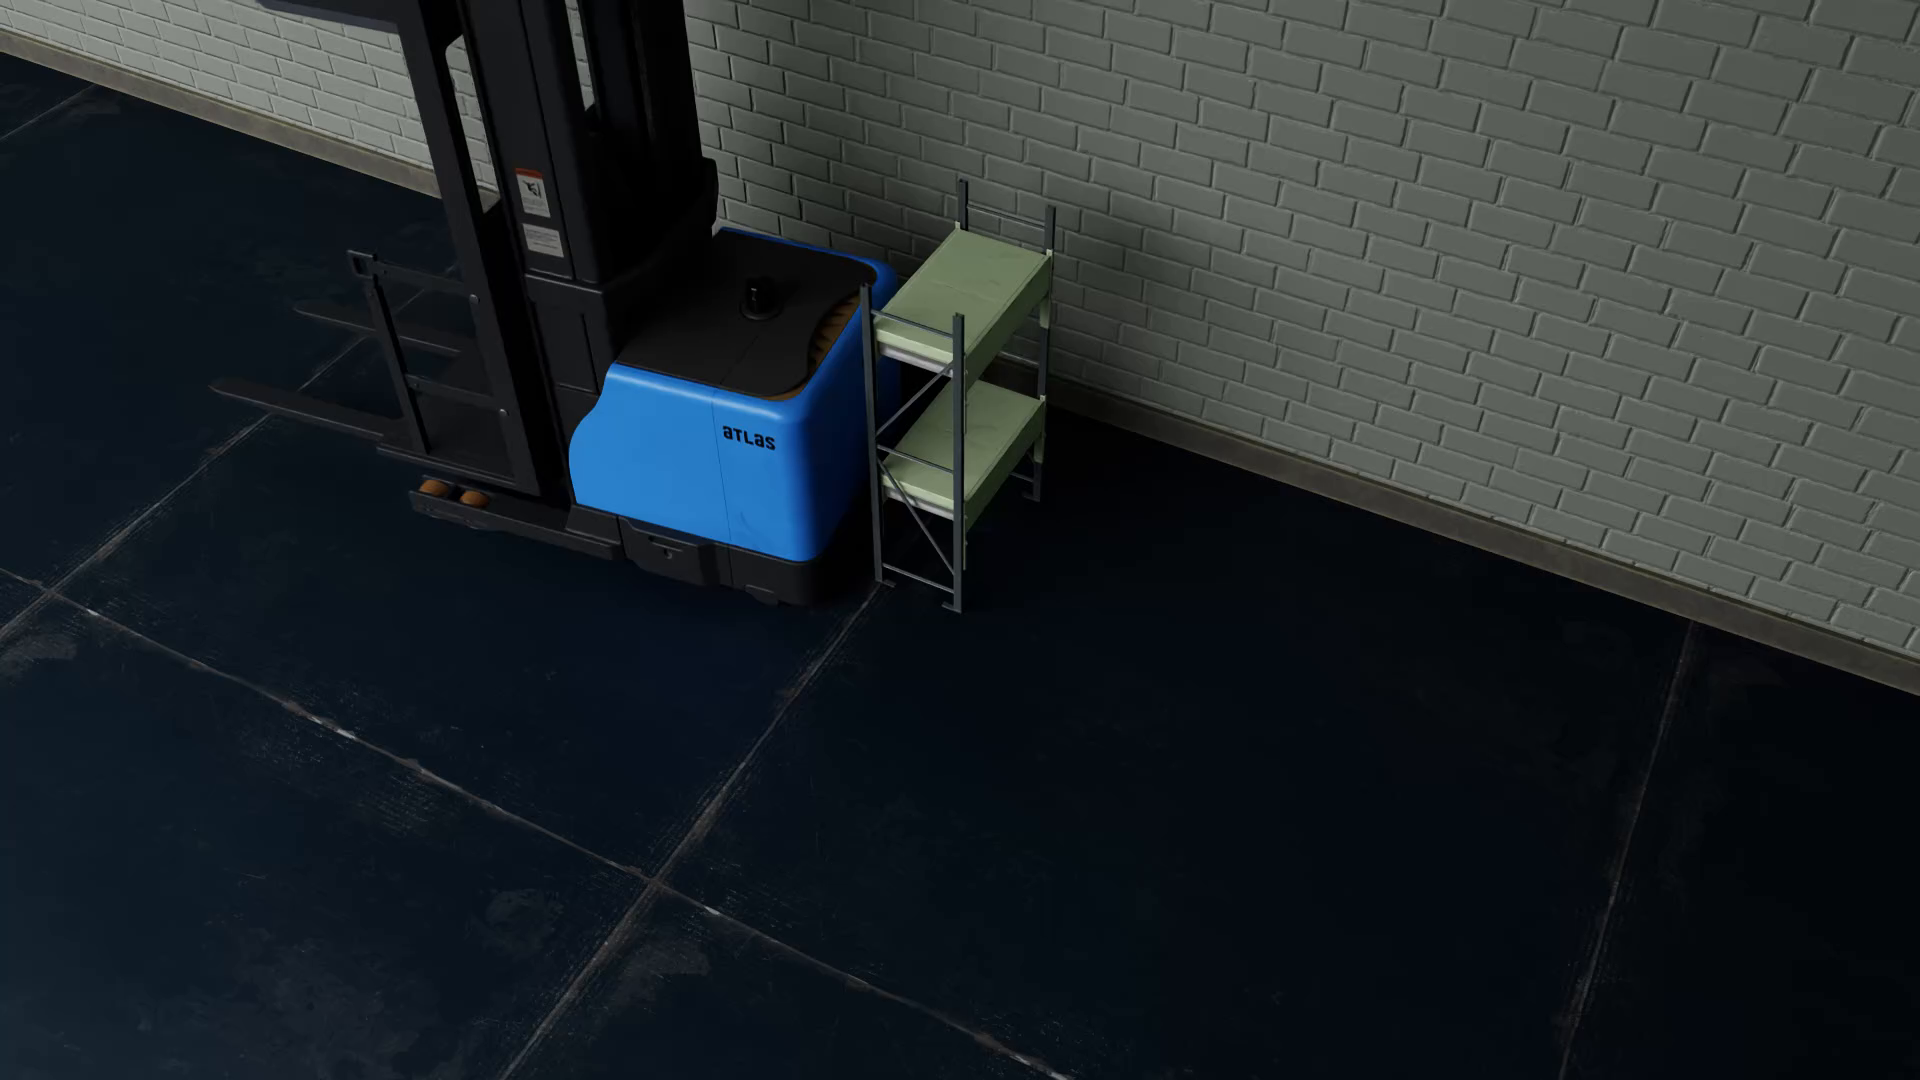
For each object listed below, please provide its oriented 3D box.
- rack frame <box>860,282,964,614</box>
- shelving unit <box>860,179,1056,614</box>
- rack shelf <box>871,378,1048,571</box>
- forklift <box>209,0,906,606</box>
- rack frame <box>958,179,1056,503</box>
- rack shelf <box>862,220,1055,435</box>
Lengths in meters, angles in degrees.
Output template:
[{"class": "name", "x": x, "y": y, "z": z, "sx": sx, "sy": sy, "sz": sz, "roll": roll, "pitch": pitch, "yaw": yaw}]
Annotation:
[{"class": "rack frame", "x": -0.167, "y": -0.301, "z": 6.273, "sx": 0.400, "sy": 1.500, "sz": 0.023, "roll": 20, "pitch": 49, "yaw": 19}, {"class": "shelving unit", "x": 0.003, "y": -0.531, "z": 6.501, "sx": 0.431, "sy": 1.500, "sz": 0.755, "roll": 20, "pitch": 49, "yaw": 19}, {"class": "rack shelf", "x": 0.003, "y": -0.302, "z": 6.733, "sx": 0.431, "sy": 0.370, "sz": 0.720, "roll": 20, "pitch": 49, "yaw": 19}, {"class": "forklift", "x": -1.805, "y": -1.413, "z": 6.366, "sx": 3.031, "sy": 2.935, "sz": 1.130, "roll": 15, "pitch": 47, "yaw": 14}, {"class": "rack frame", "x": 0.173, "y": -0.762, "z": 6.729, "sx": 0.400, "sy": 1.500, "sz": 0.023, "roll": 20, "pitch": 49, "yaw": 19}, {"class": "rack shelf", "x": 0.003, "y": -0.806, "z": 6.223, "sx": 0.431, "sy": 0.370, "sz": 0.720, "roll": 20, "pitch": 49, "yaw": 19}]
